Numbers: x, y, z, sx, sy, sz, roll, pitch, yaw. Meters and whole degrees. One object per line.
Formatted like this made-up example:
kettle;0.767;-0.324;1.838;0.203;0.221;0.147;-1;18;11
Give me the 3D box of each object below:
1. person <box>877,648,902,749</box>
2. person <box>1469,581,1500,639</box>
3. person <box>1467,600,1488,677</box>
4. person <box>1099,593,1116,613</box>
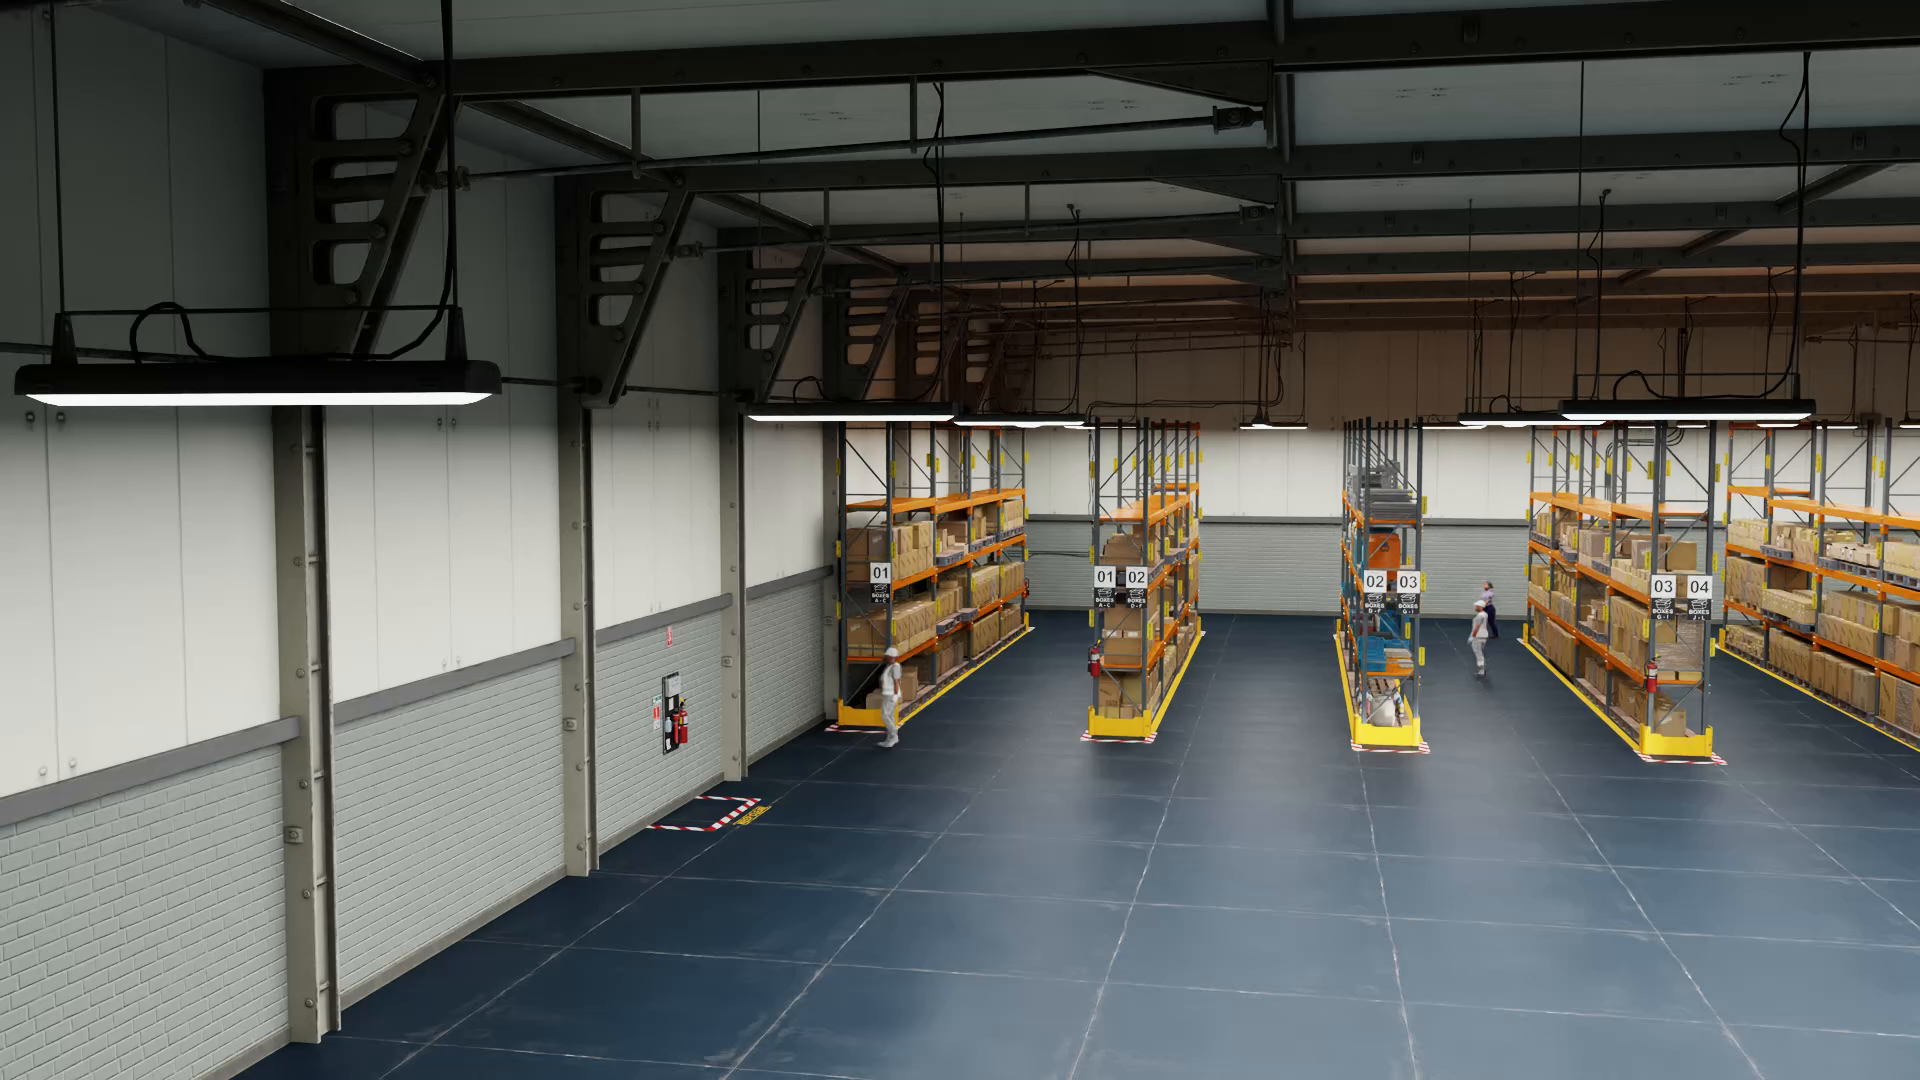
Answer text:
person;-1.293;2.862;30.288;0.427;1.789;0.635;-1;4;-14
person;14.483;1.938;45.853;0.875;1.597;0.551;-1;4;-11
person;12.109;2.313;38.871;0.585;1.831;0.474;-2;4;-29
person;4.075;1.957;44.870;0.690;1.728;1.022;1;4;16
